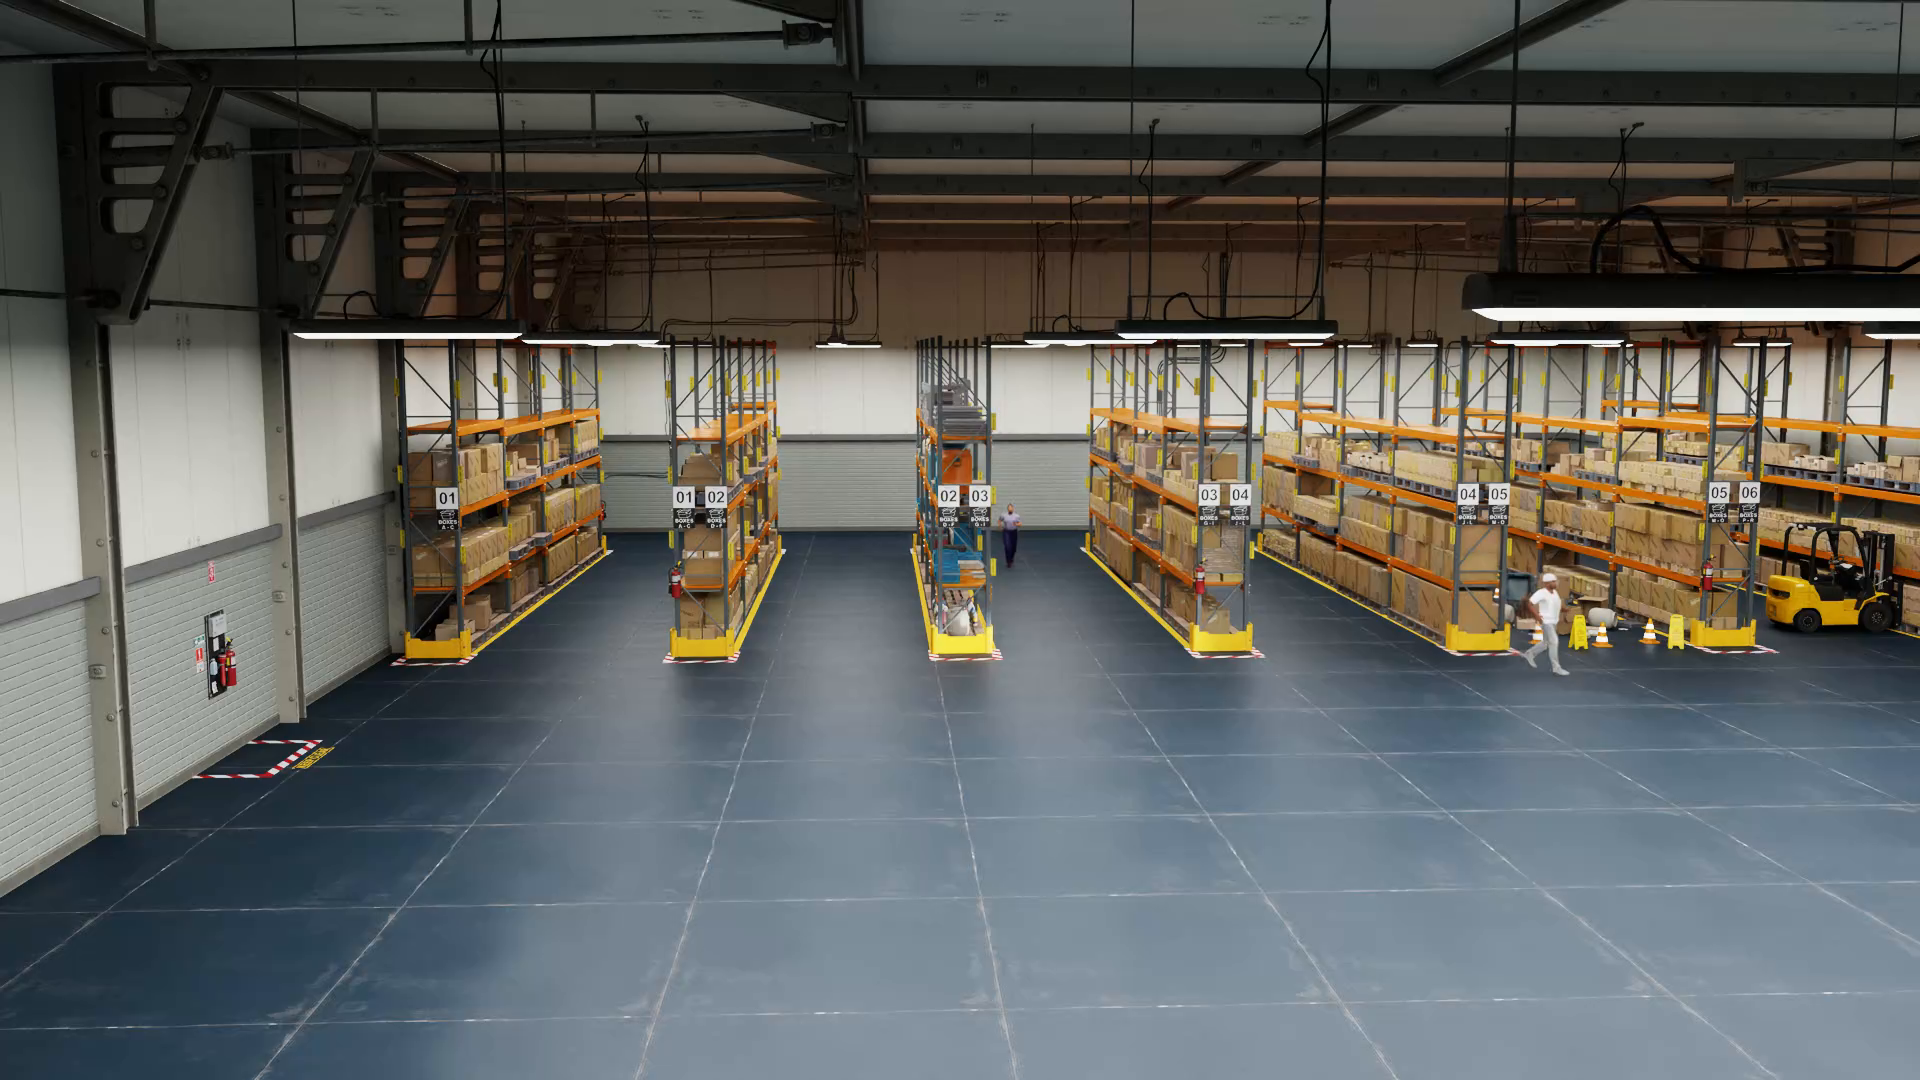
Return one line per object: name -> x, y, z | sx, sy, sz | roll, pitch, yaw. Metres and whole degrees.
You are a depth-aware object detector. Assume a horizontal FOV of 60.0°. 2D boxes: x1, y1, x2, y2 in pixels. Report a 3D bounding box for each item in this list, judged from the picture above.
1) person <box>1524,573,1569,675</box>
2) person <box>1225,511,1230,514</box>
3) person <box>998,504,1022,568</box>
person -> 10.452, 1.470, 29.584 | 0.918, 1.765, 0.710 | 6, 9, 45
person -> 7.480, -0.349, 46.016 | 0.660, 1.743, 0.820 | 1, 7, 5
person -> 1.340, -0.137, 44.258 | 0.603, 1.643, 0.921 | -1, 7, -9
